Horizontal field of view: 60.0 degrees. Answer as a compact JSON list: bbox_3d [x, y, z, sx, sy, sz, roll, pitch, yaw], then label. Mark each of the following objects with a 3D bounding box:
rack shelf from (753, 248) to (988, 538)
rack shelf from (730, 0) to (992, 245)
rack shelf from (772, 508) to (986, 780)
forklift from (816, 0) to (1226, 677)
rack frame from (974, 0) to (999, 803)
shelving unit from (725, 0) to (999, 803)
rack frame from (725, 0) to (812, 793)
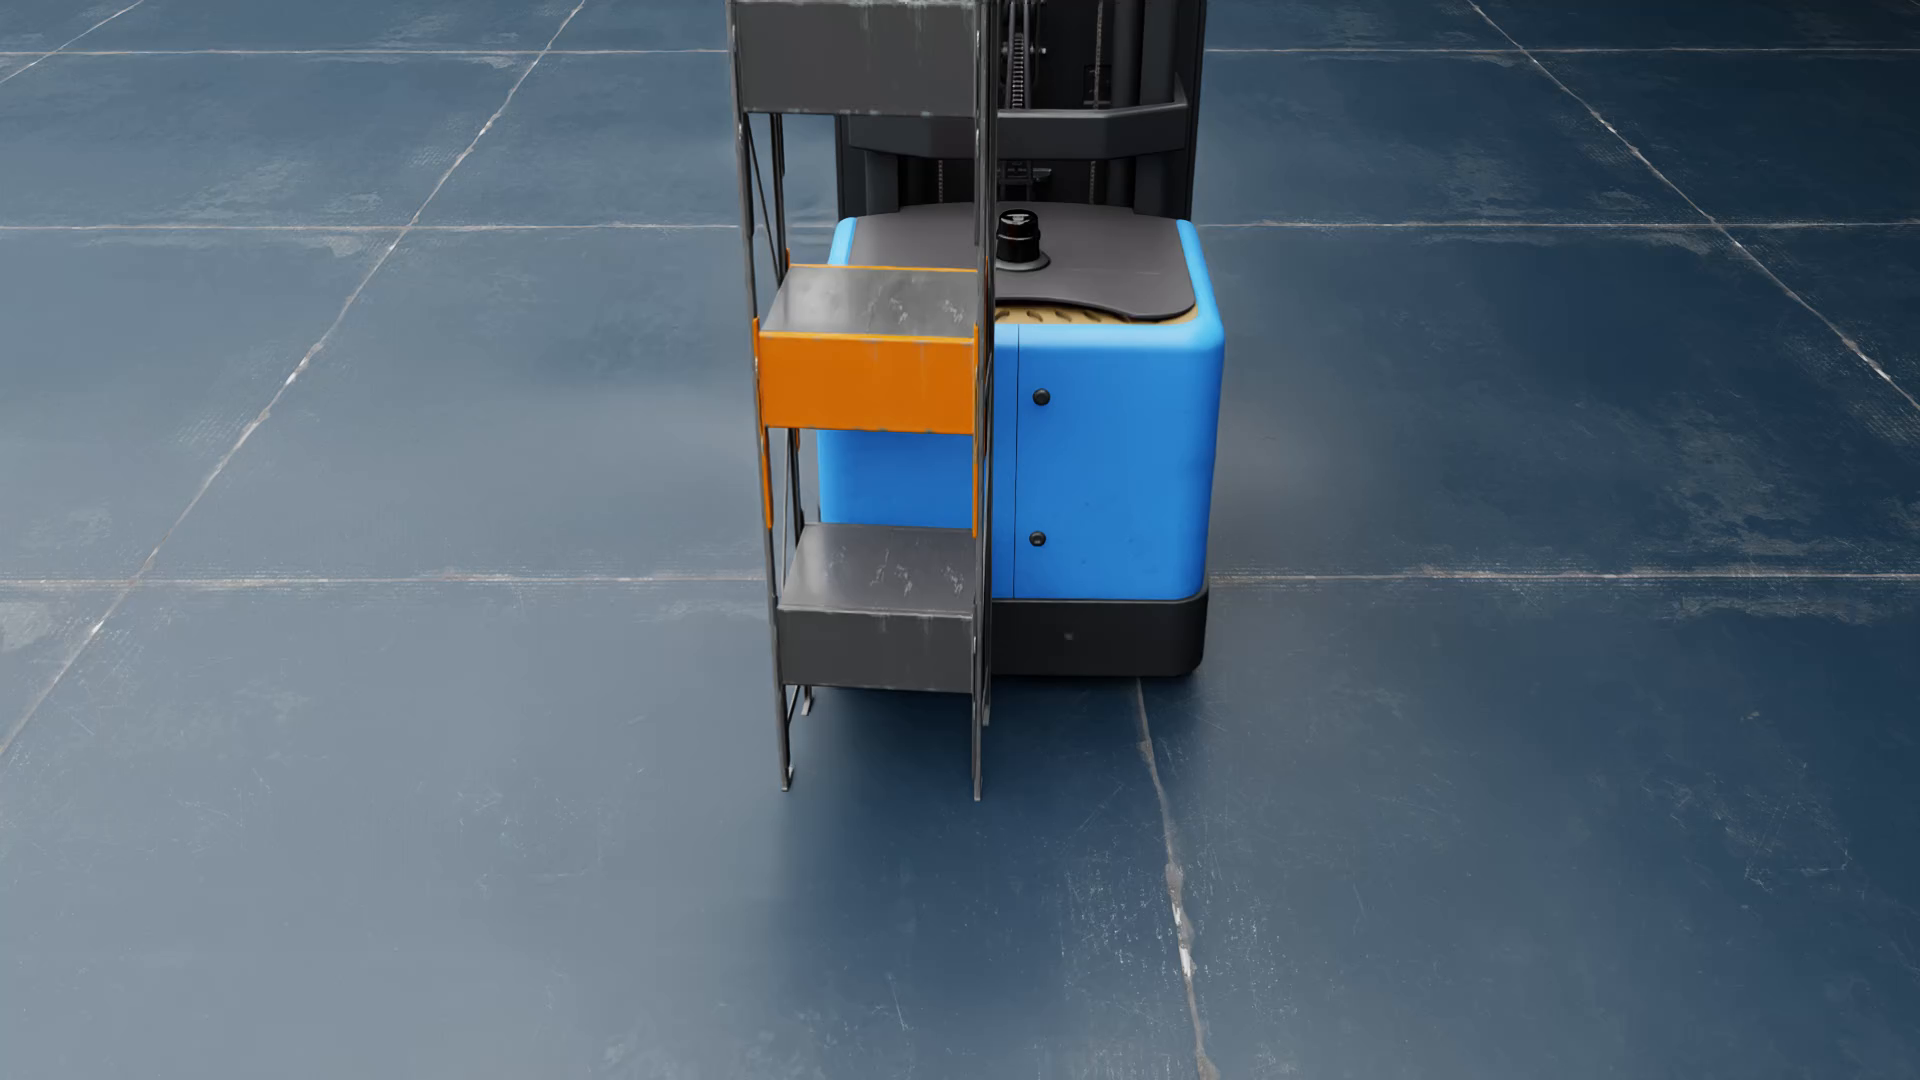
[{"bbox_3d":[-0.184,-0.342,3.815,0.480,0.518,0.431,2,31,4],"label":"rack shelf"},{"bbox_3d":[-0.184,-0.940,3.452,0.480,0.518,0.431,2,31,4],"label":"rack shelf"},{"bbox_3d":[-0.184,0.257,4.178,0.480,0.518,0.431,2,31,4],"label":"rack shelf"},{"bbox_3d":[0.172,-1.611,5.079,1.130,2.935,3.031,1,31,1],"label":"forklift"},{"bbox_3d":[0.059,-0.343,3.791,0.015,2.100,0.400,2,31,4],"label":"rack frame"},{"bbox_3d":[-0.184,-0.353,3.808,0.503,2.100,0.431,2,31,4],"label":"shelving unit"},{"bbox_3d":[-0.427,-0.364,3.825,0.015,2.100,0.400,2,31,4],"label":"rack frame"}]
